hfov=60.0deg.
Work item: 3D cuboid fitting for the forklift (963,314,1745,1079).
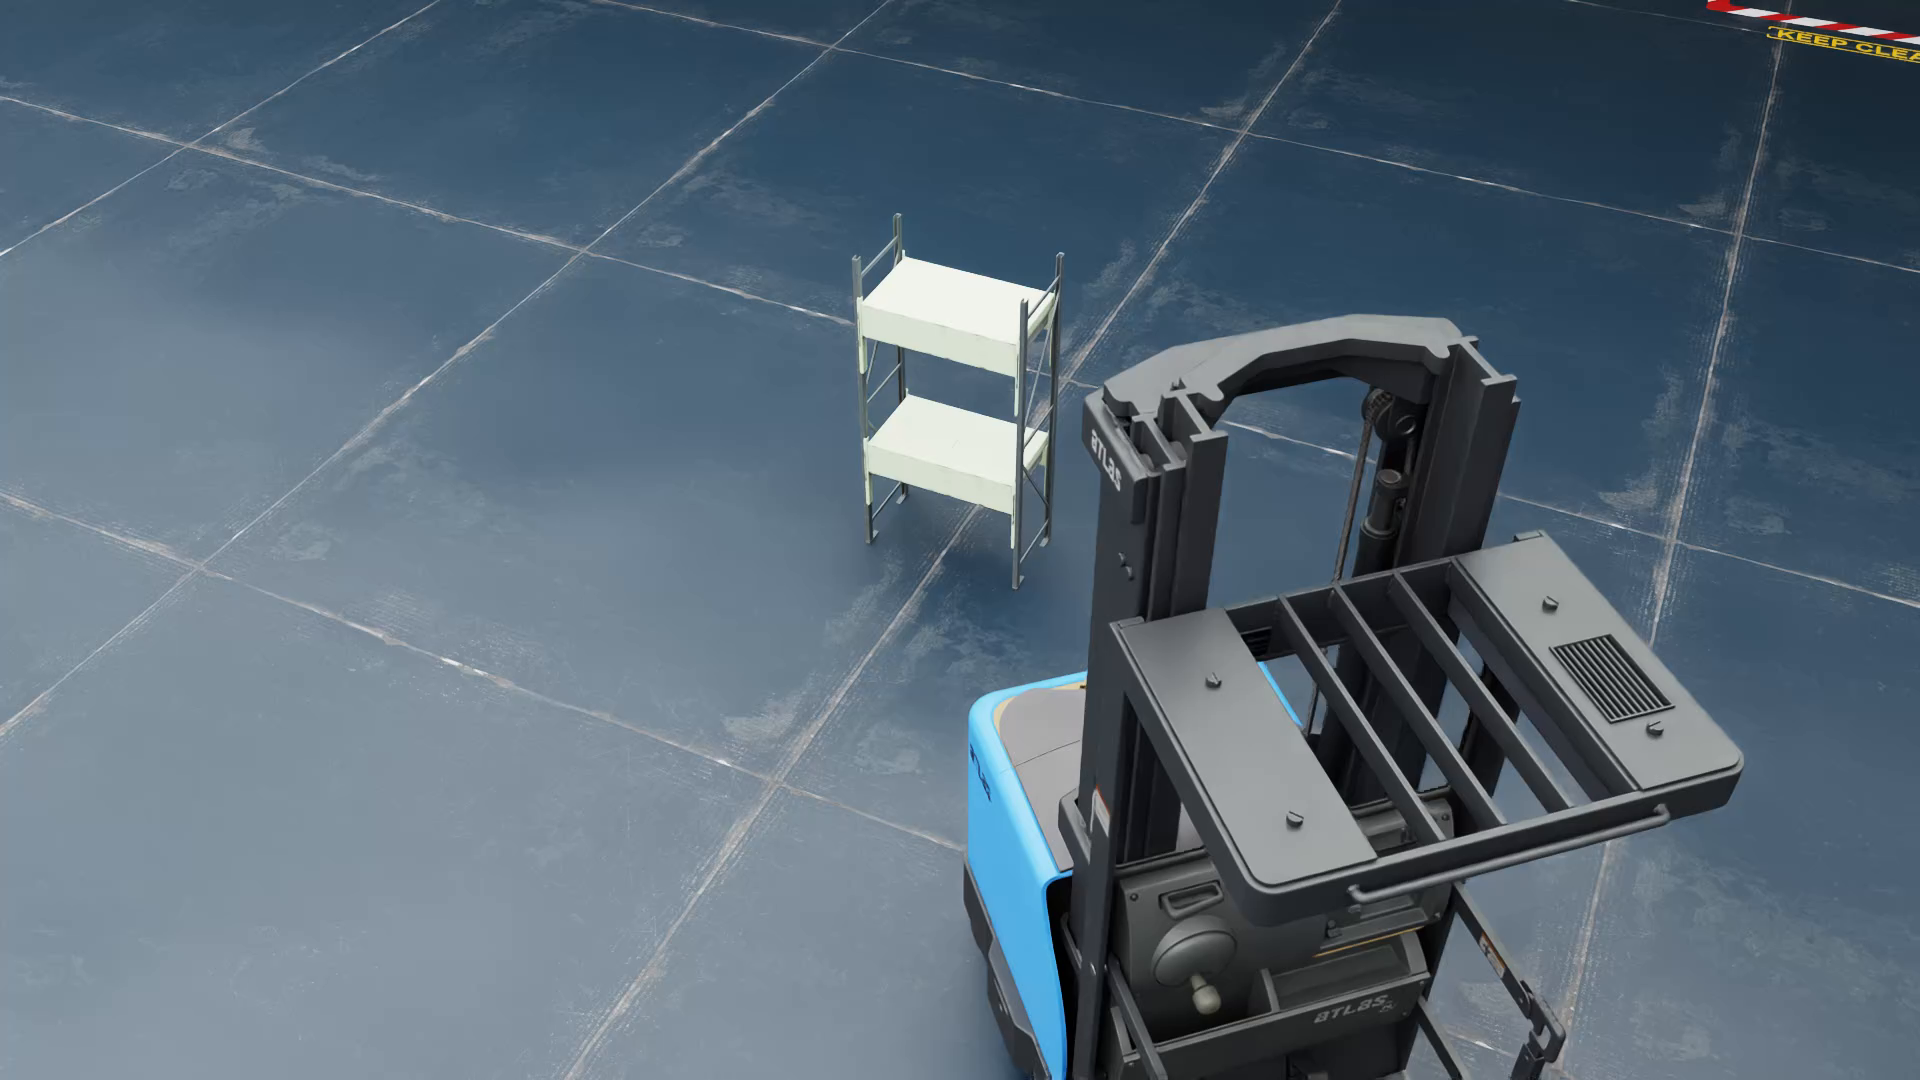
[{"bbox_3d":[0.932,1.043,4.192,1.130,2.935,3.031,-11,42,-13],"label":"forklift"}]

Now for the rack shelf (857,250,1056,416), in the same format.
[{"bbox_3d":[-0.006,-0.863,6.889,0.720,0.370,0.431,17,44,19],"label":"rack shelf"}]

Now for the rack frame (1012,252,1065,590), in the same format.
[{"bbox_3d":[0.326,-0.467,7.028,0.023,1.500,0.400,17,44,19],"label":"rack frame"}]

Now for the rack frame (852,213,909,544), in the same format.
[{"bbox_3d":[-0.338,-0.670,7.262,0.023,1.500,0.400,17,44,19],"label":"rack frame"}]

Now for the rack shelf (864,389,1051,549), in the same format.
[{"bbox_3d":[-0.006,-0.322,7.358,0.720,0.370,0.431,17,44,19],"label":"rack shelf"}]

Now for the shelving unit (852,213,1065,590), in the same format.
[{"bbox_3d":[-0.006,-0.569,7.145,0.755,1.500,0.431,17,44,19],"label":"shelving unit"}]
